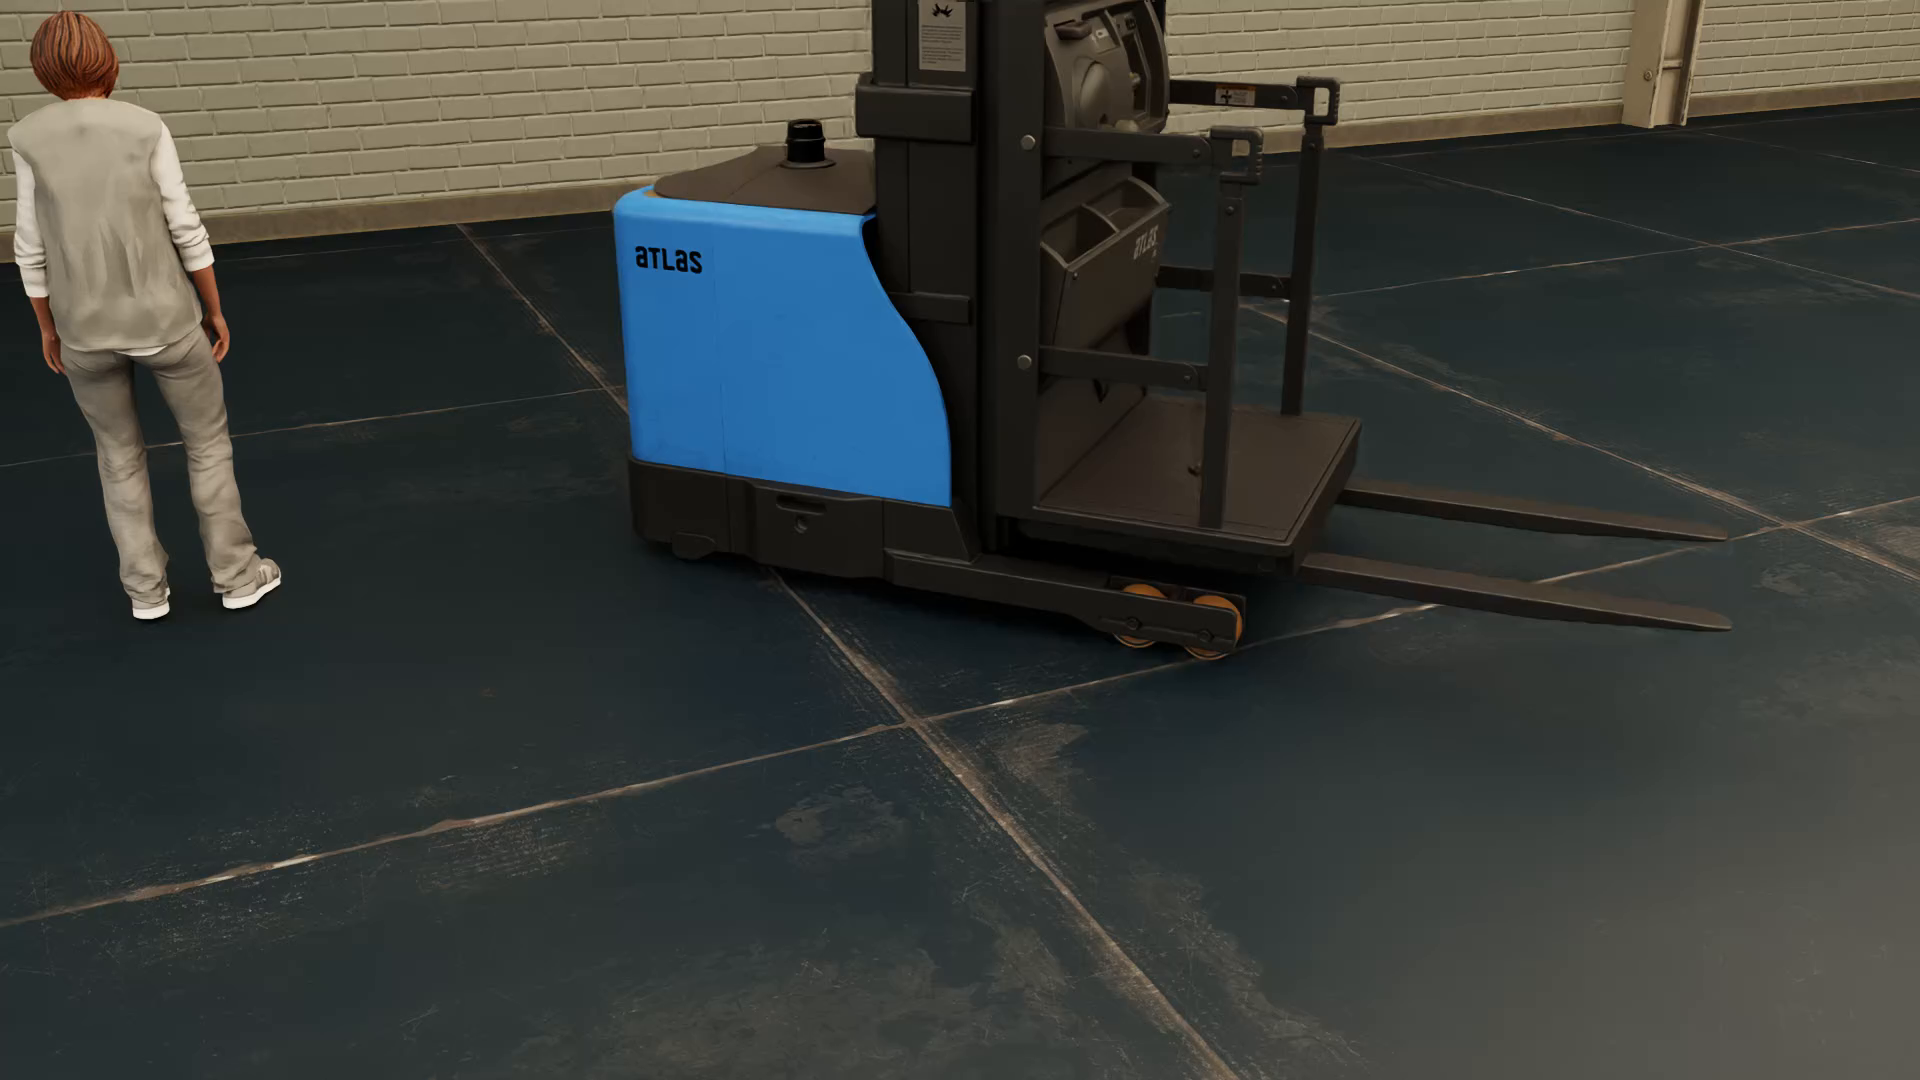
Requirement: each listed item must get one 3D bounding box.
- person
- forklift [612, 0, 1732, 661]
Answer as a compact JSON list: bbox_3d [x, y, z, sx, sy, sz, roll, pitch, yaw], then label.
[{"bbox_3d":[-2.161,-0.550,4.357,0.472,1.592,0.348,-6,23,-15],"label":"person"},{"bbox_3d":[0.583,-1.270,4.344,3.031,2.935,1.130,9,24,20],"label":"forklift"}]
